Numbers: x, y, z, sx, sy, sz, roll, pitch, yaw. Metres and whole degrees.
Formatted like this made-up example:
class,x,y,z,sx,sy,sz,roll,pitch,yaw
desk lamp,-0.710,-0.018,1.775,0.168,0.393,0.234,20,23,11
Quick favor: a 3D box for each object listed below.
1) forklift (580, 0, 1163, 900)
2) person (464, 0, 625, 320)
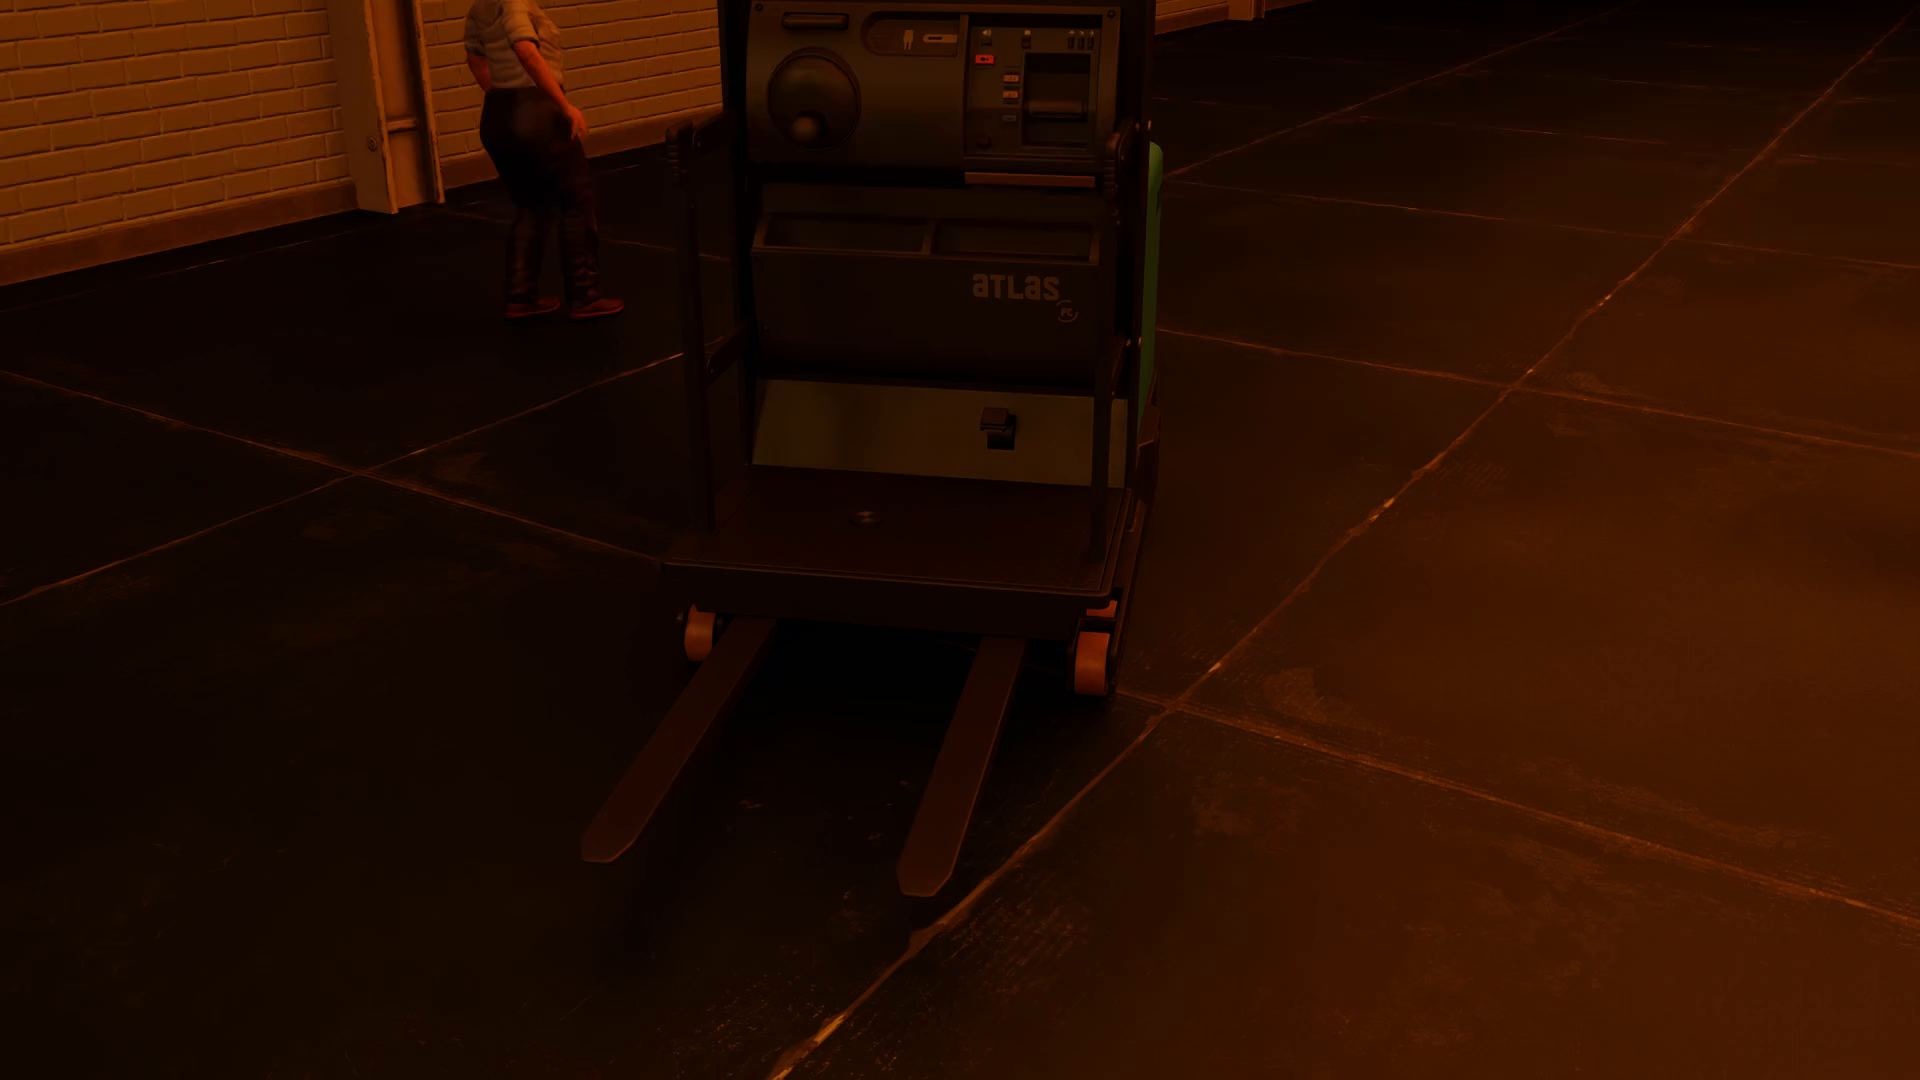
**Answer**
class,x,y,z,sx,sy,sz,roll,pitch,yaw
forklift,-0.108,-1.111,3.912,1.130,2.935,3.031,4,24,9
person,-1.798,-1.761,7.094,0.680,1.629,0.485,21,31,40
